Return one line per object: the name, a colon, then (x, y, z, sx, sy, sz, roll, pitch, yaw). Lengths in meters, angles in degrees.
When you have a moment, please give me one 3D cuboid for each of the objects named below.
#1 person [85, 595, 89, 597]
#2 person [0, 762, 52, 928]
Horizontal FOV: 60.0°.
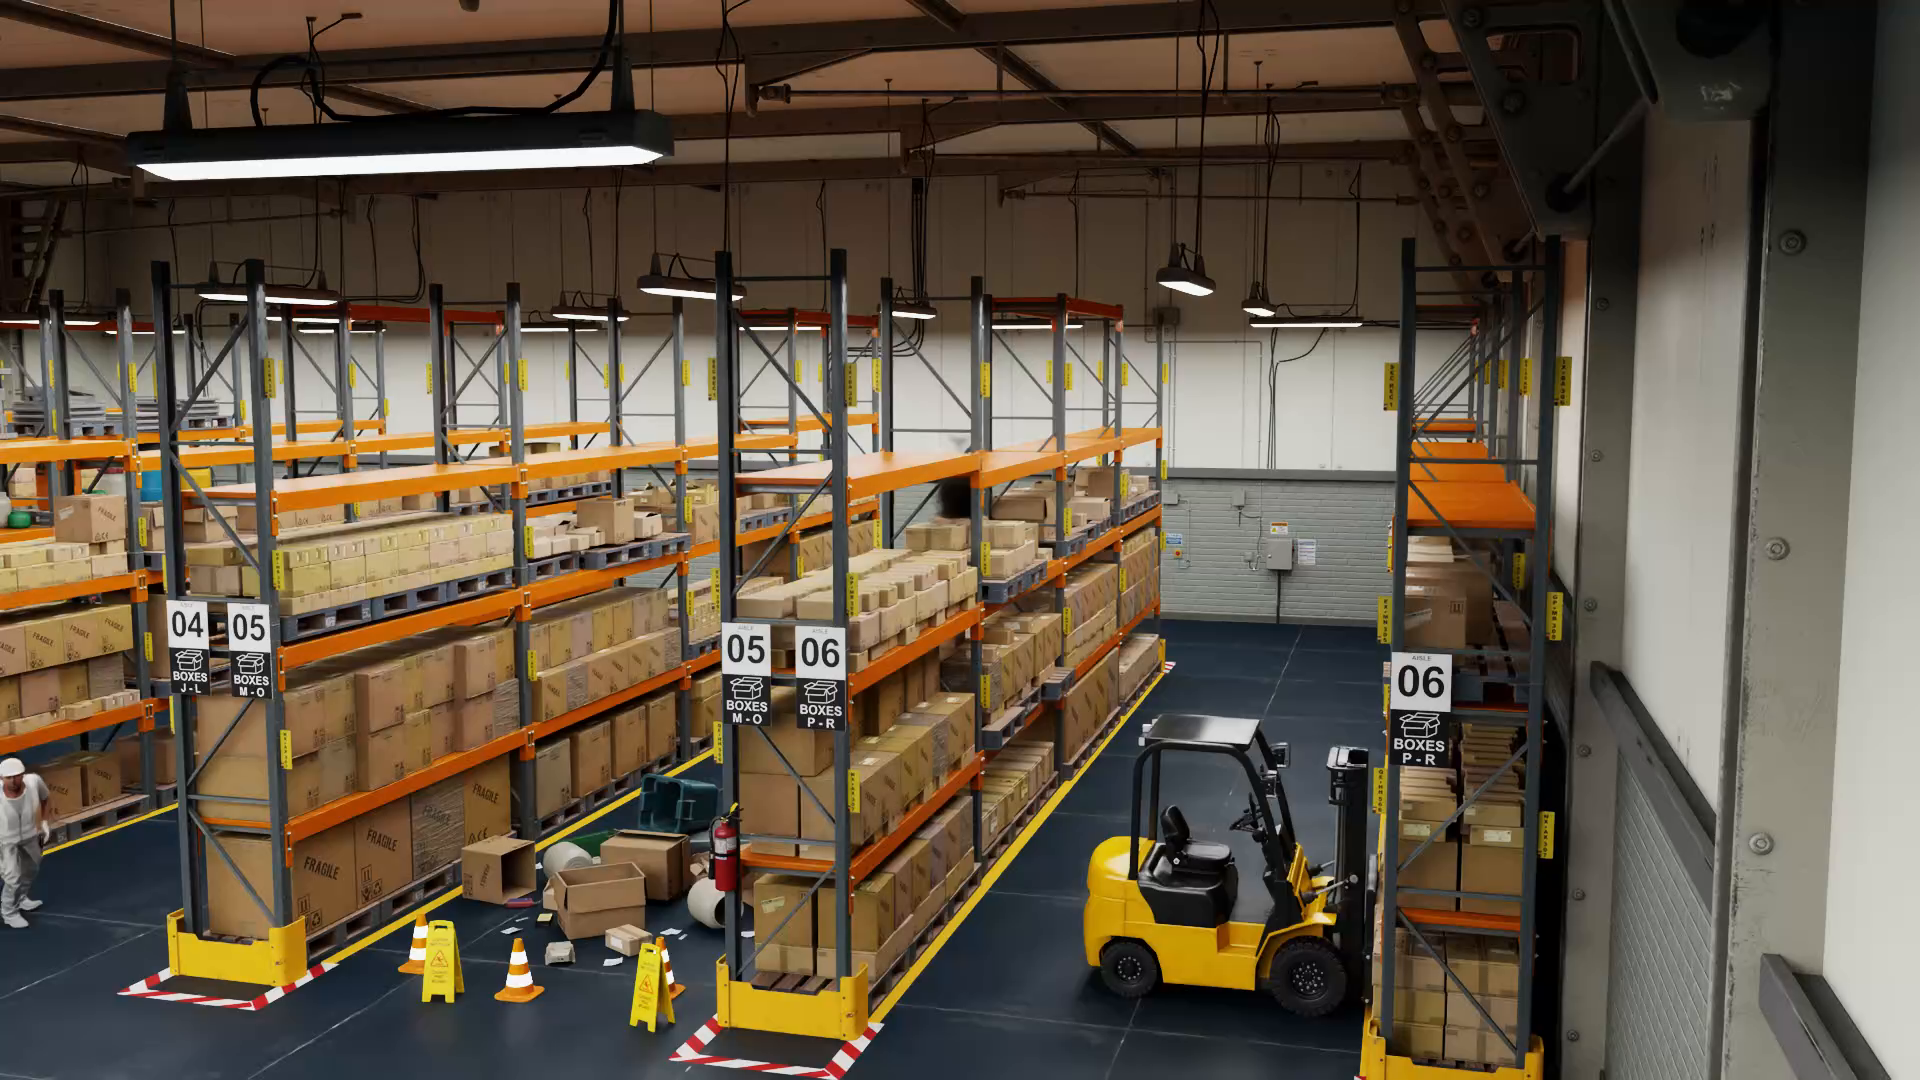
person: (-18.171, 0.660, 35.115, 1.021, 1.694, 0.703, 1, 6, 6)
person: (-8.677, 2.761, 15.252, 0.897, 1.608, 0.715, 4, 7, 31)
